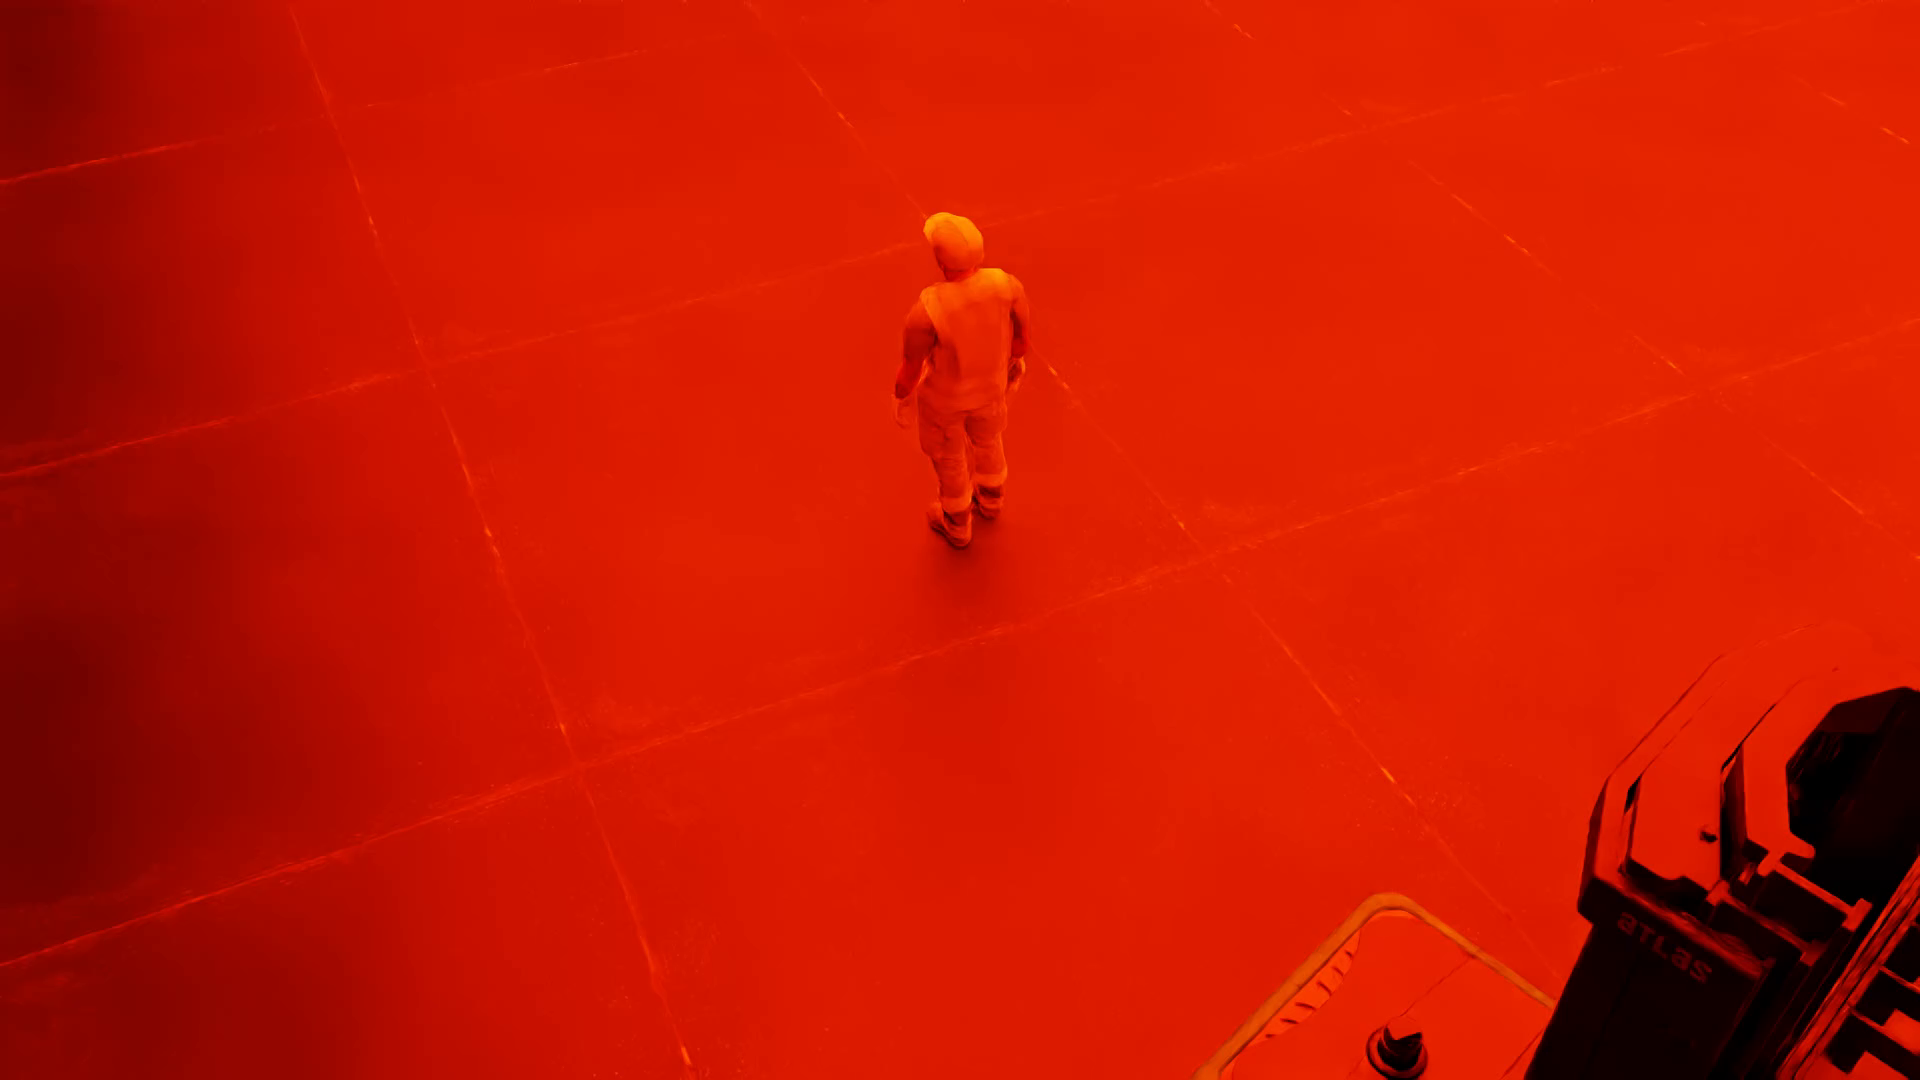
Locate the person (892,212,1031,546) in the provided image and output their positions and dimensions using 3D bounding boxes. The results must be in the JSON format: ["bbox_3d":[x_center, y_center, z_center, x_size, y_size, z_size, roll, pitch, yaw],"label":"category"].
[{"bbox_3d":[-0.024,-0.710,7.271,0.637,1.783,0.563,-18,46,-18],"label":"person"}]

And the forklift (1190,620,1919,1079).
[{"bbox_3d":[2.013,1.717,3.840,1.130,2.935,3.031,-34,53,-31],"label":"forklift"}]
